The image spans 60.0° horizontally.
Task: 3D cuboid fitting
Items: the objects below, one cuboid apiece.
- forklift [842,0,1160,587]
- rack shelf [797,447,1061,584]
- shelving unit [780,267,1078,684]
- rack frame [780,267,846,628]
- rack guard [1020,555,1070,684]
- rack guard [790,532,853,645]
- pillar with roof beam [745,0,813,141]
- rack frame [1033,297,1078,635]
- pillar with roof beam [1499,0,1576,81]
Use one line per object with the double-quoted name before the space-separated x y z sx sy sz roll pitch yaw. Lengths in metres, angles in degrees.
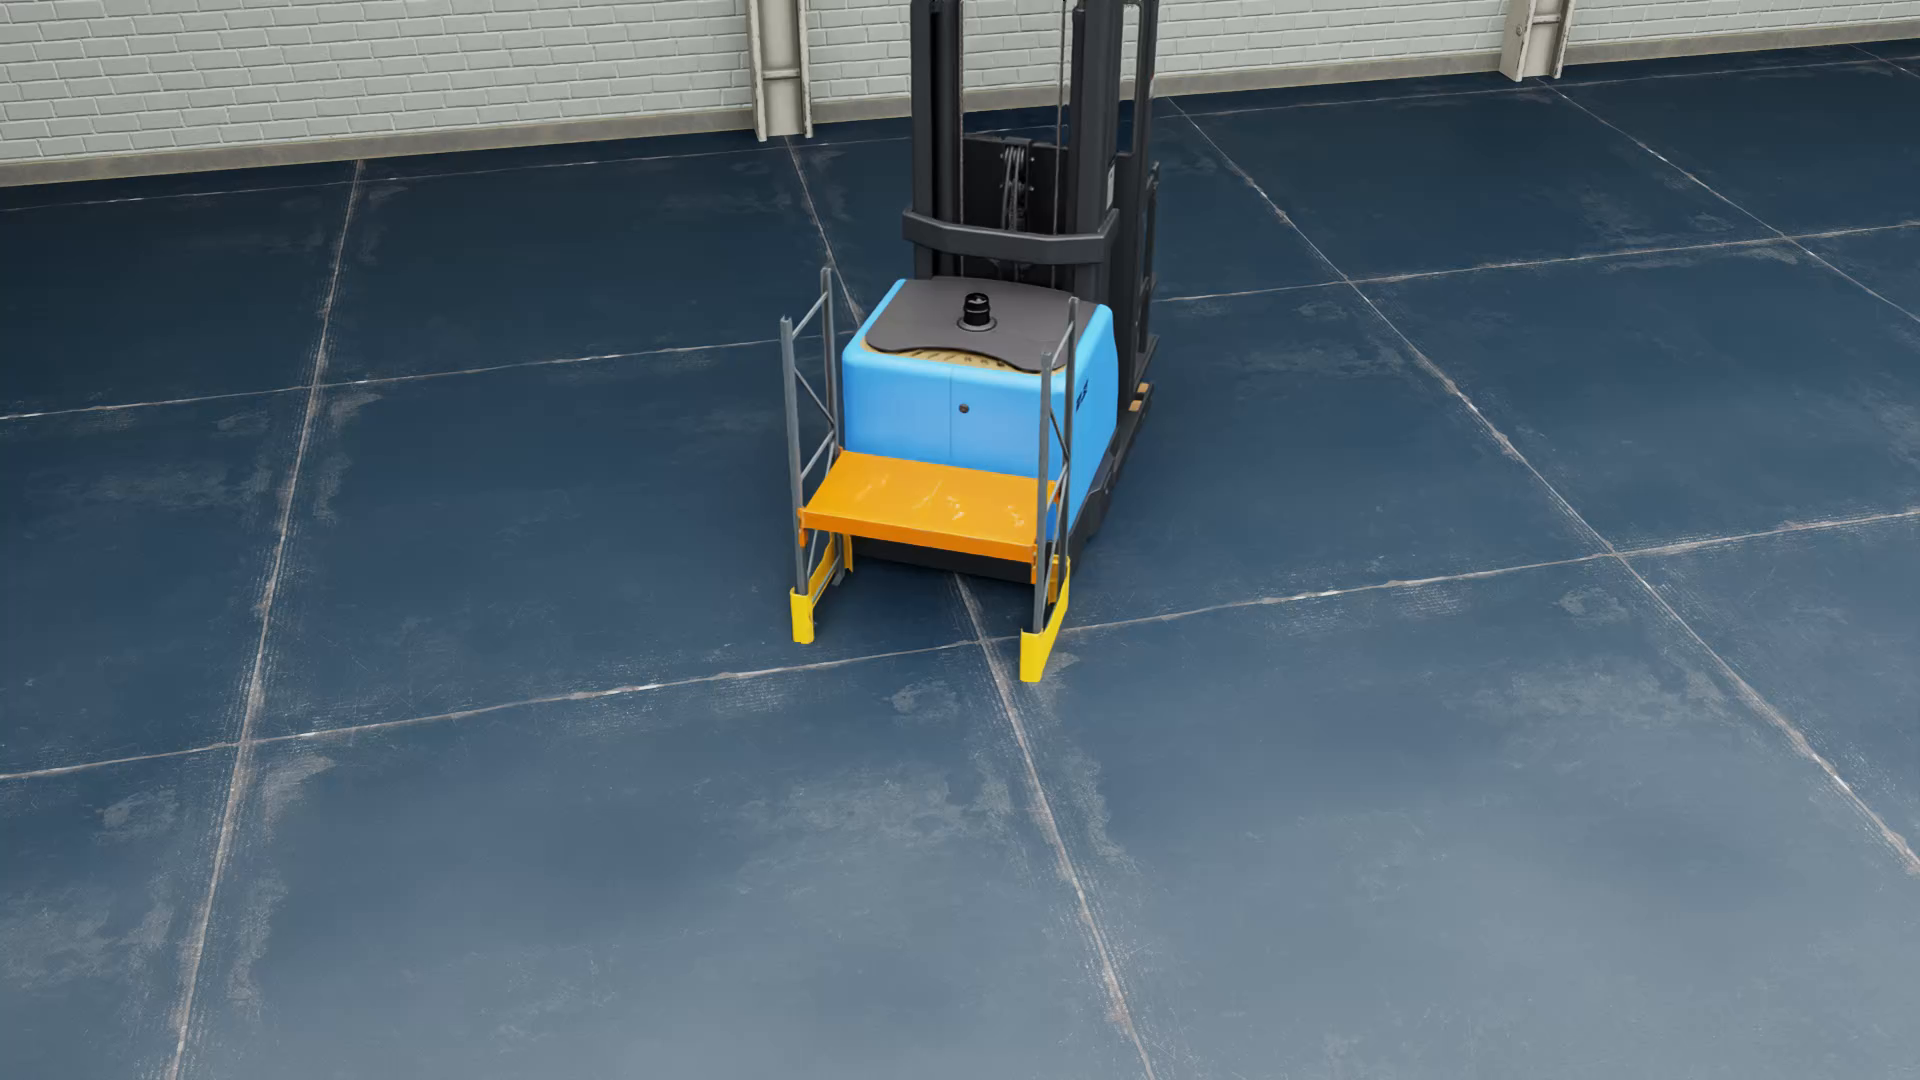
"forklift" 0.390 -1.829 7.845 1.130 2.935 3.031 9 35 14
"rack shelf" -0.111 -0.114 6.896 1.000 0.185 0.538 9 35 13
"shelving unit" -0.119 -0.264 6.798 1.083 1.500 0.587 9 35 13
"rack frame" -0.600 -0.339 6.909 0.032 1.500 0.500 9 35 13
"rack guard" 0.361 0.329 7.035 0.087 0.250 0.587 9 35 13
"rack guard" -0.599 0.180 7.257 0.087 0.250 0.587 9 35 13
"pillar with roof beam" -0.350 -4.395 6.224 0.400 9.000 9.100 -7 35 -11
"rack frame" 0.379 -0.187 6.683 0.032 1.500 0.500 9 35 13
"pillar with roof beam" 5.503 -5.133 7.323 0.400 9.000 9.100 -7 35 -11
